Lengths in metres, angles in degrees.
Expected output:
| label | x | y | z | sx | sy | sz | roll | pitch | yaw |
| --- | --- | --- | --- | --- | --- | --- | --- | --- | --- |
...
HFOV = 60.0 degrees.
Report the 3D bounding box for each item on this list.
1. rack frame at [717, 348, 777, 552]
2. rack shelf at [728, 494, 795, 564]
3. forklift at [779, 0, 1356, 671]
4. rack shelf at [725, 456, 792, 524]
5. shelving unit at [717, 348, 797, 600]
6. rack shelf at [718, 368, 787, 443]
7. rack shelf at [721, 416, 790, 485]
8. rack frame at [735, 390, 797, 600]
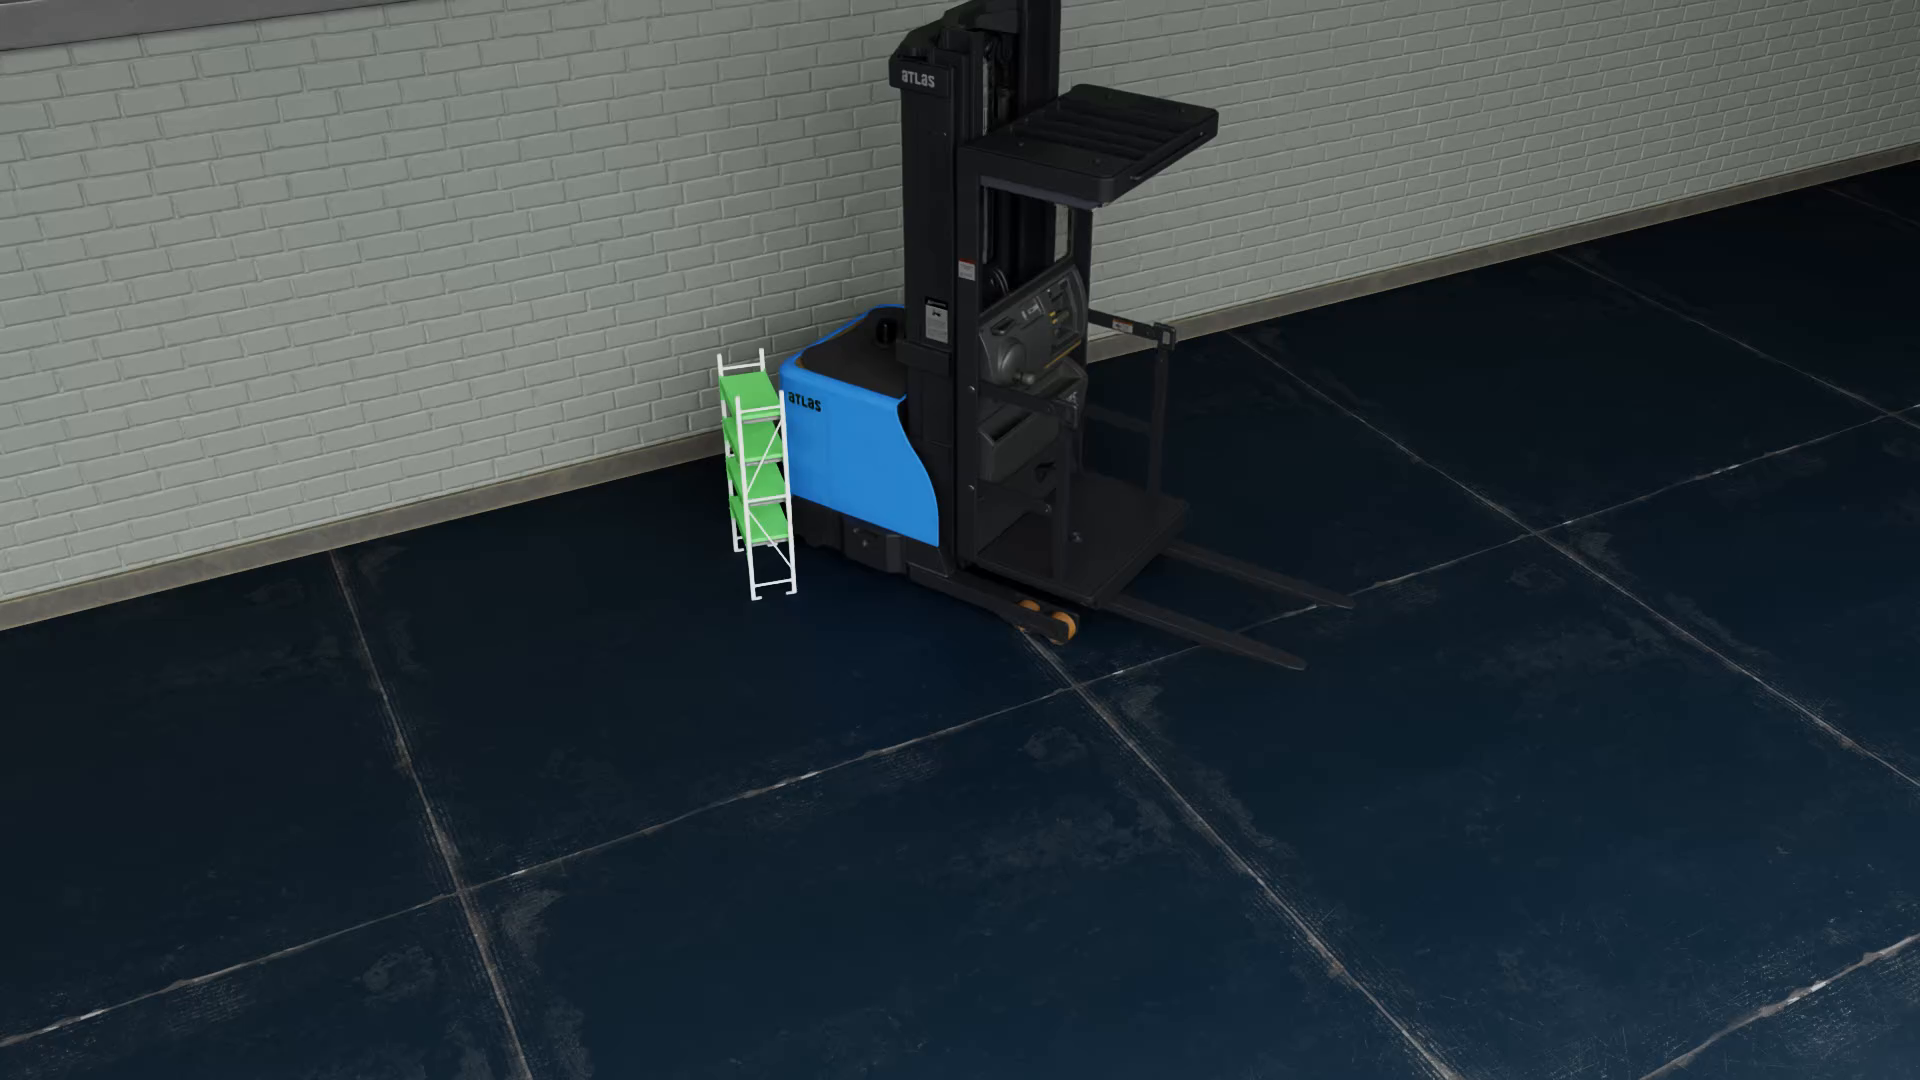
| label | x | y | z | sx | sy | sz | roll | pitch | yaw |
| --- | --- | --- | --- | --- | --- | --- | --- | --- | --- |
| rack frame | -1.128 | -0.462 | 8.858 | 0.240 | 1.200 | 0.015 | -10 | 34 | -14 |
| rack shelf | -1.055 | -0.080 | 8.826 | 0.258 | 0.148 | 0.480 | -10 | 34 | -14 |
| forklift | 0.544 | -1.031 | 8.142 | 3.031 | 2.935 | 1.130 | 20 | 38 | 28 |
| rack shelf | -1.055 | -0.282 | 8.696 | 0.258 | 0.148 | 0.480 | -10 | 34 | -14 |
| shelving unit | -1.055 | -0.336 | 8.662 | 0.258 | 1.200 | 0.503 | -10 | 34 | -14 |
| rack shelf | -1.055 | -0.686 | 8.438 | 0.258 | 0.148 | 0.480 | -10 | 34 | -14 |
| rack shelf | -1.055 | -0.484 | 8.567 | 0.258 | 0.148 | 0.480 | -10 | 34 | -14 |
| rack frame | -0.983 | -0.210 | 8.466 | 0.240 | 1.200 | 0.015 | -10 | 34 | -14 |
